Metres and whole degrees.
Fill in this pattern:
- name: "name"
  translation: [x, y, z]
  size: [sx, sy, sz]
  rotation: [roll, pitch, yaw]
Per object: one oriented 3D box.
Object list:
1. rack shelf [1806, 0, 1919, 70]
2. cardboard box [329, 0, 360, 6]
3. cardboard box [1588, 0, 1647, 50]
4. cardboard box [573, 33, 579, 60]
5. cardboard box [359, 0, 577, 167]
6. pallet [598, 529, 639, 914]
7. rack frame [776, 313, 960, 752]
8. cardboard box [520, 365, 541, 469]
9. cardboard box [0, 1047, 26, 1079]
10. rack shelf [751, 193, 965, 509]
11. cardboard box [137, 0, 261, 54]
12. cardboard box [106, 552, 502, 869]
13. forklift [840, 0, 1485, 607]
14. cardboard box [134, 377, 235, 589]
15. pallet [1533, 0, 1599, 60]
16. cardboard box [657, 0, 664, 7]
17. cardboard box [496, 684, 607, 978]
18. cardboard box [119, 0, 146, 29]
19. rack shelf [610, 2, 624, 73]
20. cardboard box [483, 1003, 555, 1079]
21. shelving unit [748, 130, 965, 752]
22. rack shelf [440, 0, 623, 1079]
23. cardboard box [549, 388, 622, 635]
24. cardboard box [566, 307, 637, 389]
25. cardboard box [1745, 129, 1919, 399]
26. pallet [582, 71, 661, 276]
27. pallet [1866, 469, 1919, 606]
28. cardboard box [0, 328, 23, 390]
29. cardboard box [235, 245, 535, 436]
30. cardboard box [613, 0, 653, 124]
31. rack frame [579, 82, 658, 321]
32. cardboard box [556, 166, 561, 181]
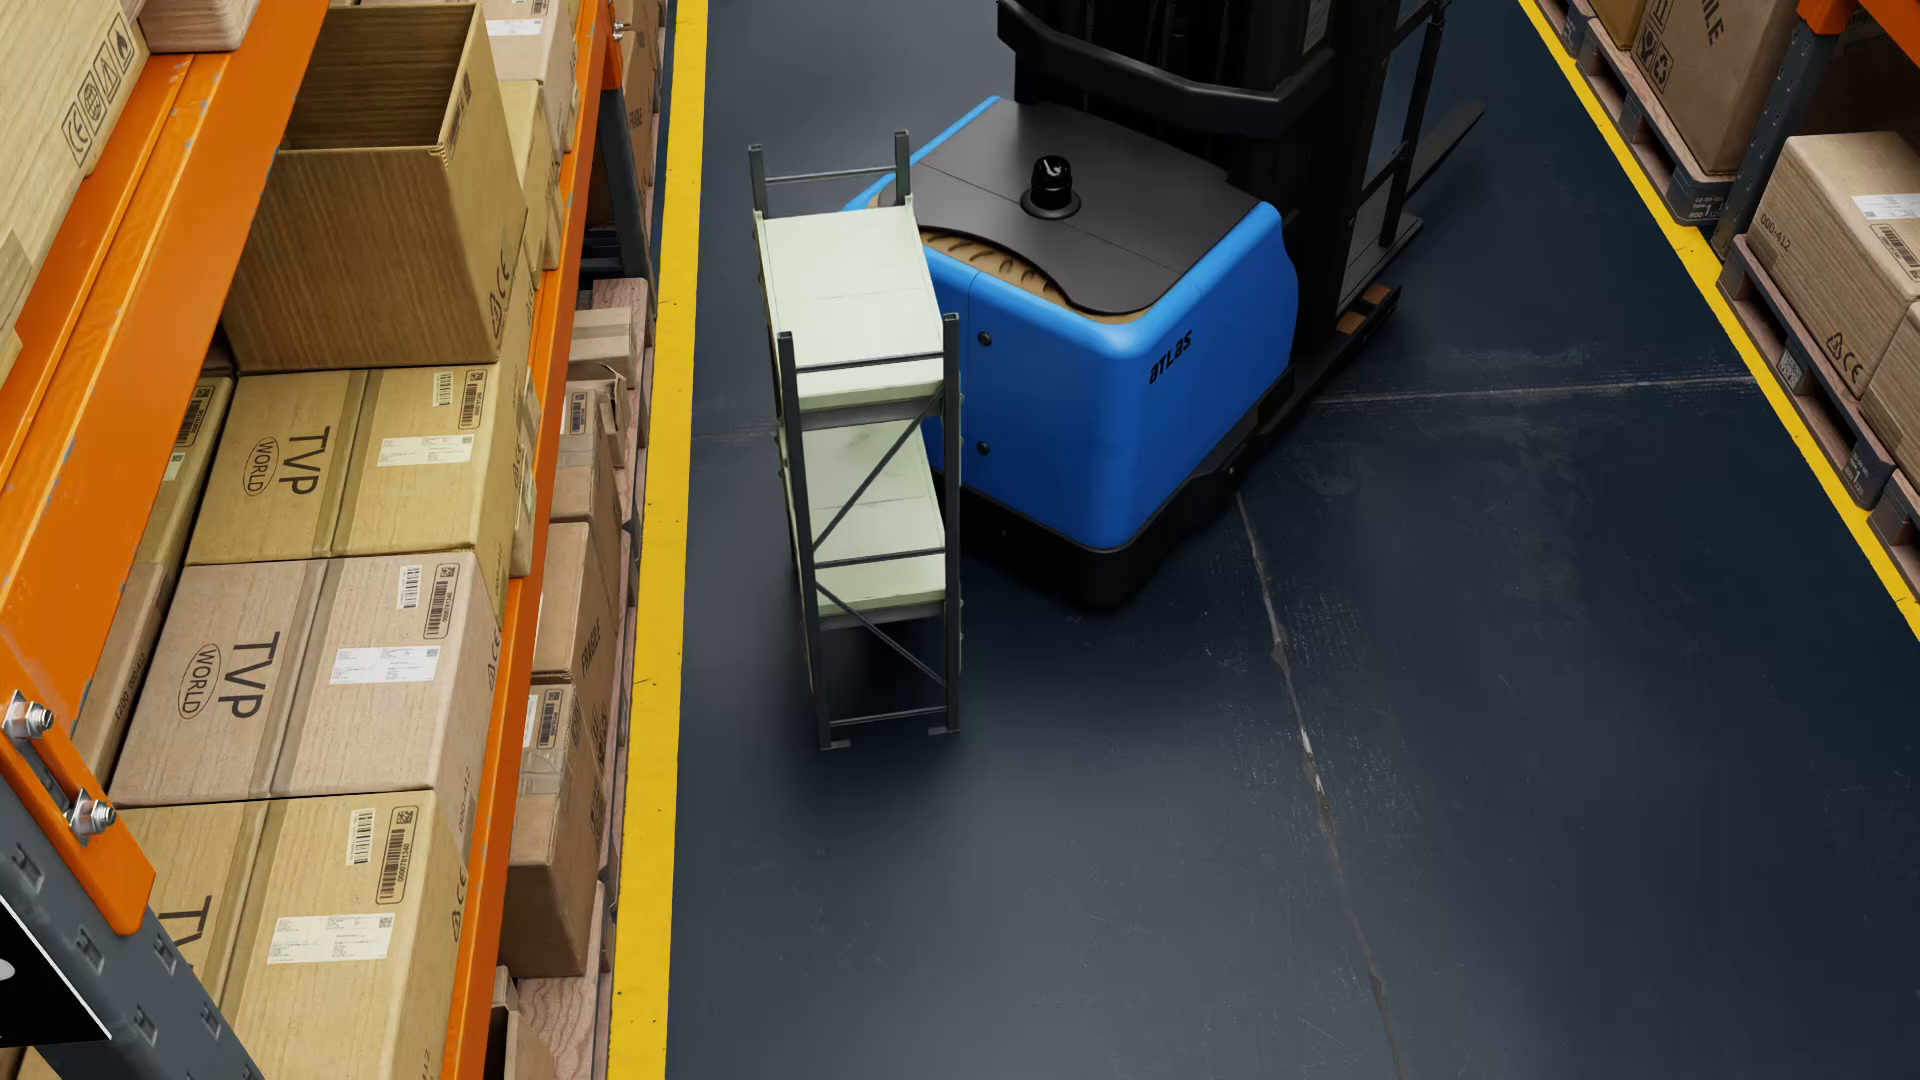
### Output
- name: "rack shelf"
  translation: [3.514, -0.449, 4.104]
  size: [1.077, 0.370, 4.000]
  rotation: [-3, 47, -3]
- name: "cardboard box"
  translation: [-1.778, -1.152, 4.174]
  size: [0.500, 0.250, 0.500]
  rotation: [-4, 47, -4]
- name: "cardboard box"
  translation: [3.132, -2.654, 6.871]
  size: [0.875, 0.875, 0.875]
  rotation: [-2, 47, -2]
- name: "cardboard box"
  translation: [-1.277, -1.350, 4.635]
  size: [0.380, 0.149, 0.250]
  rotation: [-2, 47, -2]
- name: "cardboard box"
  translation: [-1.257, -1.174, 4.194]
  size: [0.500, 0.250, 0.500]
  rotation: [-3, 47, -3]
- name: "pallet"
  translation: [-1.437, 0.502, 4.629]
  size: [1.003, 0.211, 1.213]
  rotation: [-3, 47, -3]
- name: "rack frame"
  translation: [-0.200, 0.048, 4.172]
  size: [0.400, 1.500, 0.023]
  rotation: [-7, 47, -7]
- name: "cardboard box"
  translation: [-1.119, -0.237, 3.582]
  size: [0.380, 0.149, 0.250]
  rotation: [-3, 47, -2]
- name: "cardboard box"
  translation: [-1.567, 0.688, 2.431]
  size: [0.500, 0.250, 0.500]
  rotation: [-2, 47, -2]
- name: "rack shelf"
  translation: [-0.263, -0.482, 4.136]
  size: [0.431, 0.370, 0.720]
  rotation: [-7, 47, -7]
- name: "cardboard box"
  translation: [-1.030, -0.696, 1.950]
  size: [0.380, 0.149, 0.250]
  rotation: [-3, 47, -2]
- name: "cardboard box"
  translation: [-1.076, 0.295, 2.803]
  size: [0.500, 0.250, 0.500]
  rotation: [-3, 47, -3]
- name: "forklift"
  translation: [0.912, -1.838, 4.972]
  size: [1.130, 2.935, 3.031]
  rotation: [28, 53, 24]
- name: "cardboard box"
  translation: [-1.646, -0.044, 3.124]
  size: [0.500, 0.250, 0.500]
  rotation: [-2, 47, -2]
- name: "pallet"
  translation: [3.102, -2.623, 7.588]
  size: [1.003, 0.211, 1.213]
  rotation: [-3, 47, -3]
- name: "cardboard box"
  translation: [-1.544, -2.609, 7.087]
  size: [0.500, 0.500, 0.500]
  rotation: [-5, 47, -5]
- name: "cardboard box"
  translation: [-1.254, 0.701, 3.952]
  size: [0.700, 0.500, 0.500]
  rotation: [-2, 47, -2]
- name: "cardboard box"
  translation: [-1.092, -0.731, 1.709]
  size: [0.500, 0.250, 0.500]
  rotation: [-3, 47, -3]
- name: "rack shelf"
  translation: [-1.767, -3.038, 6.557]
  size: [1.077, 0.370, 4.000]
  rotation: [-3, 47, -3]
- name: "cardboard box"
  translation: [-1.221, 1.321, 3.363]
  size: [0.797, 0.503, 0.637]
  rotation: [-5, 47, -5]
- name: "shelving unit"
  translation: [-0.263, -0.214, 4.420]
  size: [0.431, 1.500, 0.755]
  rotation: [-7, 47, -7]
- name: "rack shelf"
  translation: [-1.432, -0.144, 3.816]
  size: [1.077, 0.370, 4.000]
  rotation: [-3, 47, -3]
- name: "cardboard box"
  translation: [-1.341, -0.050, 4.663]
  size: [0.700, 0.500, 0.500]
  rotation: [-5, 47, -5]
- name: "cardboard box"
  translation: [-1.260, -0.617, 5.443]
  size: [0.380, 0.149, 0.250]
  rotation: [-5, 47, -4]
- name: "cardboard box"
  translation: [3.292, -0.946, 5.555]
  size: [0.875, 0.438, 0.875]
  rotation: [-4, 47, -4]
- name: "pallet"
  translation: [-1.705, -1.466, 6.493]
  size: [1.003, 0.211, 1.213]
  rotation: [-3, 47, -3]
- name: "pallet"
  translation: [3.438, 0.256, 4.863]
  size: [1.003, 0.211, 1.213]
  rotation: [-3, 47, -3]
- name: "cardboard box"
  translation: [-1.059, -0.134, 1.418]
  size: [0.380, 0.149, 0.250]
  rotation: [-3, 47, -2]
- name: "cardboard box"
  translation: [-1.186, -0.440, 3.499]
  size: [0.500, 0.250, 0.500]
  rotation: [-5, 47, -4]
- name: "cardboard box"
  translation: [-1.470, -1.872, 6.389]
  size: [0.500, 0.500, 0.500]
  rotation: [-4, 47, -4]
- name: "rack frame"
  translation: [-1.599, -1.839, 4.925]
  size: [1.000, 3.000, 0.127]
  rotation: [-3, 47, -3]
- name: "cardboard box"
  translation: [-1.237, -0.972, 4.277]
  size: [0.380, 0.149, 0.250]
  rotation: [-2, 47, -2]
